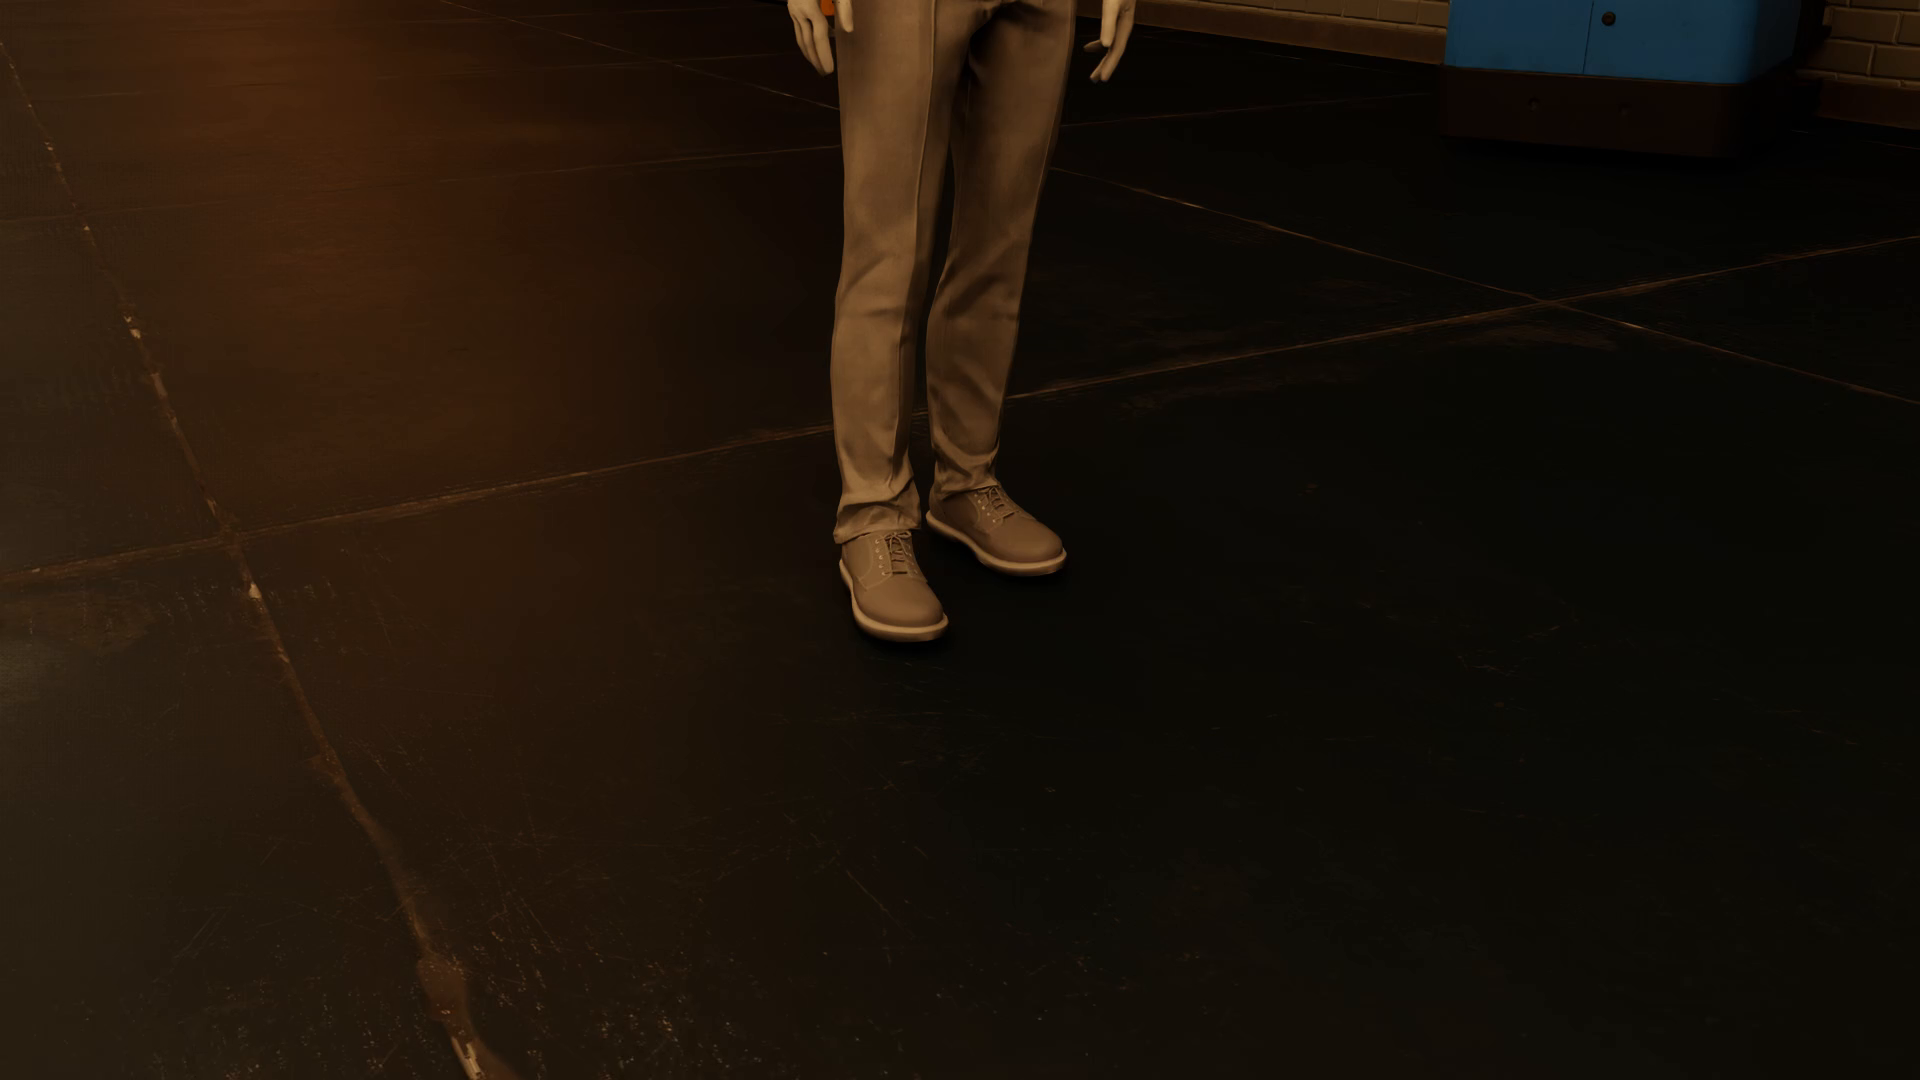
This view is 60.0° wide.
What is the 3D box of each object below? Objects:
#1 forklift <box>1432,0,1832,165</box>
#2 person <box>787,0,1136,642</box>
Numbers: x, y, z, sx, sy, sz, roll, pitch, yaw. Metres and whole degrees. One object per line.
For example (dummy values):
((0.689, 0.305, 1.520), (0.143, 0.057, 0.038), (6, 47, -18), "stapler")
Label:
((2.942, -3.137, 6.419), (1.130, 2.935, 3.031), (14, 26, 30), "forklift")
((0.029, -0.767, 2.252), (0.587, 1.695, 0.531), (-12, 25, -28), "person")
